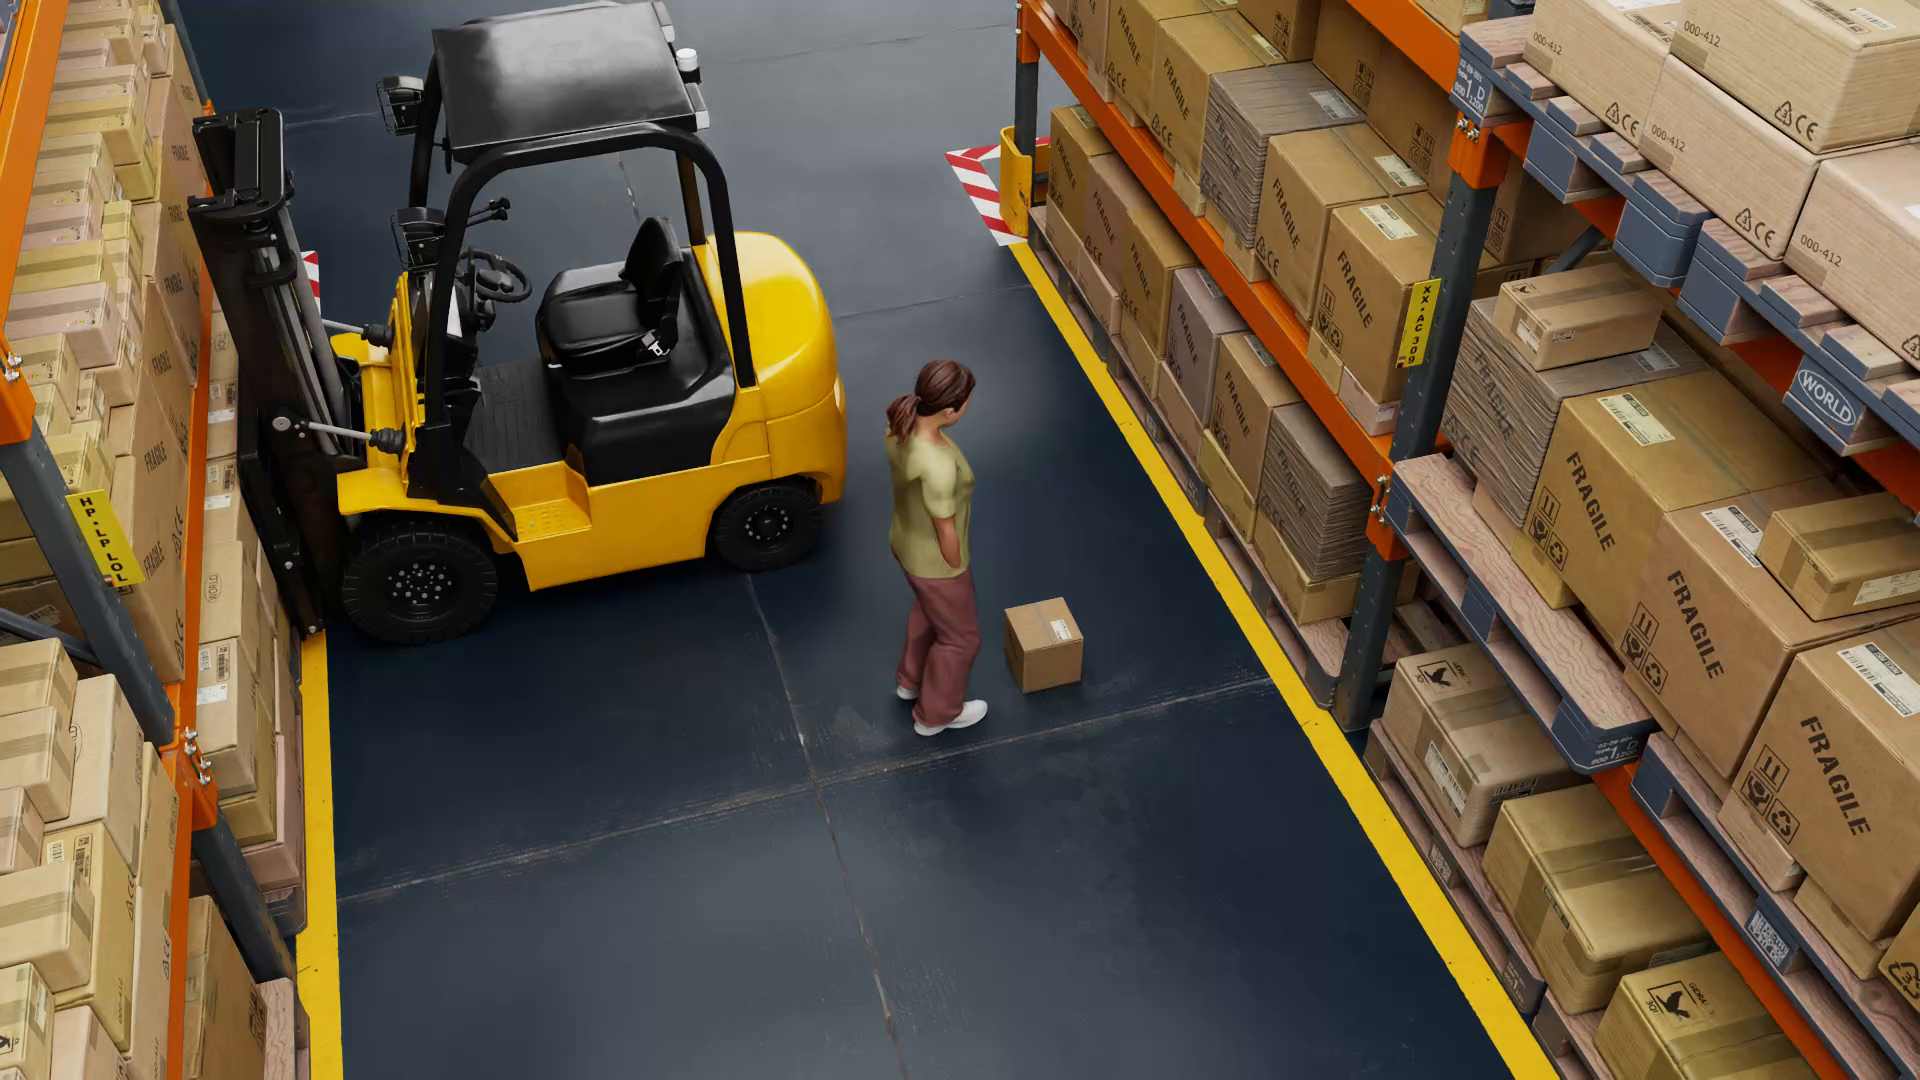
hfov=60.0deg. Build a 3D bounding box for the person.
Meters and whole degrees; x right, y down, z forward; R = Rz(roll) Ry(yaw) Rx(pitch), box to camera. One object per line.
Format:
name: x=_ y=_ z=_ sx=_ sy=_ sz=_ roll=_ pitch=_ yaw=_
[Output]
person: x=-0.102 y=0.032 z=6.142 sx=0.356 sy=1.663 sz=0.455 roll=-17 pitch=45 yaw=-17
